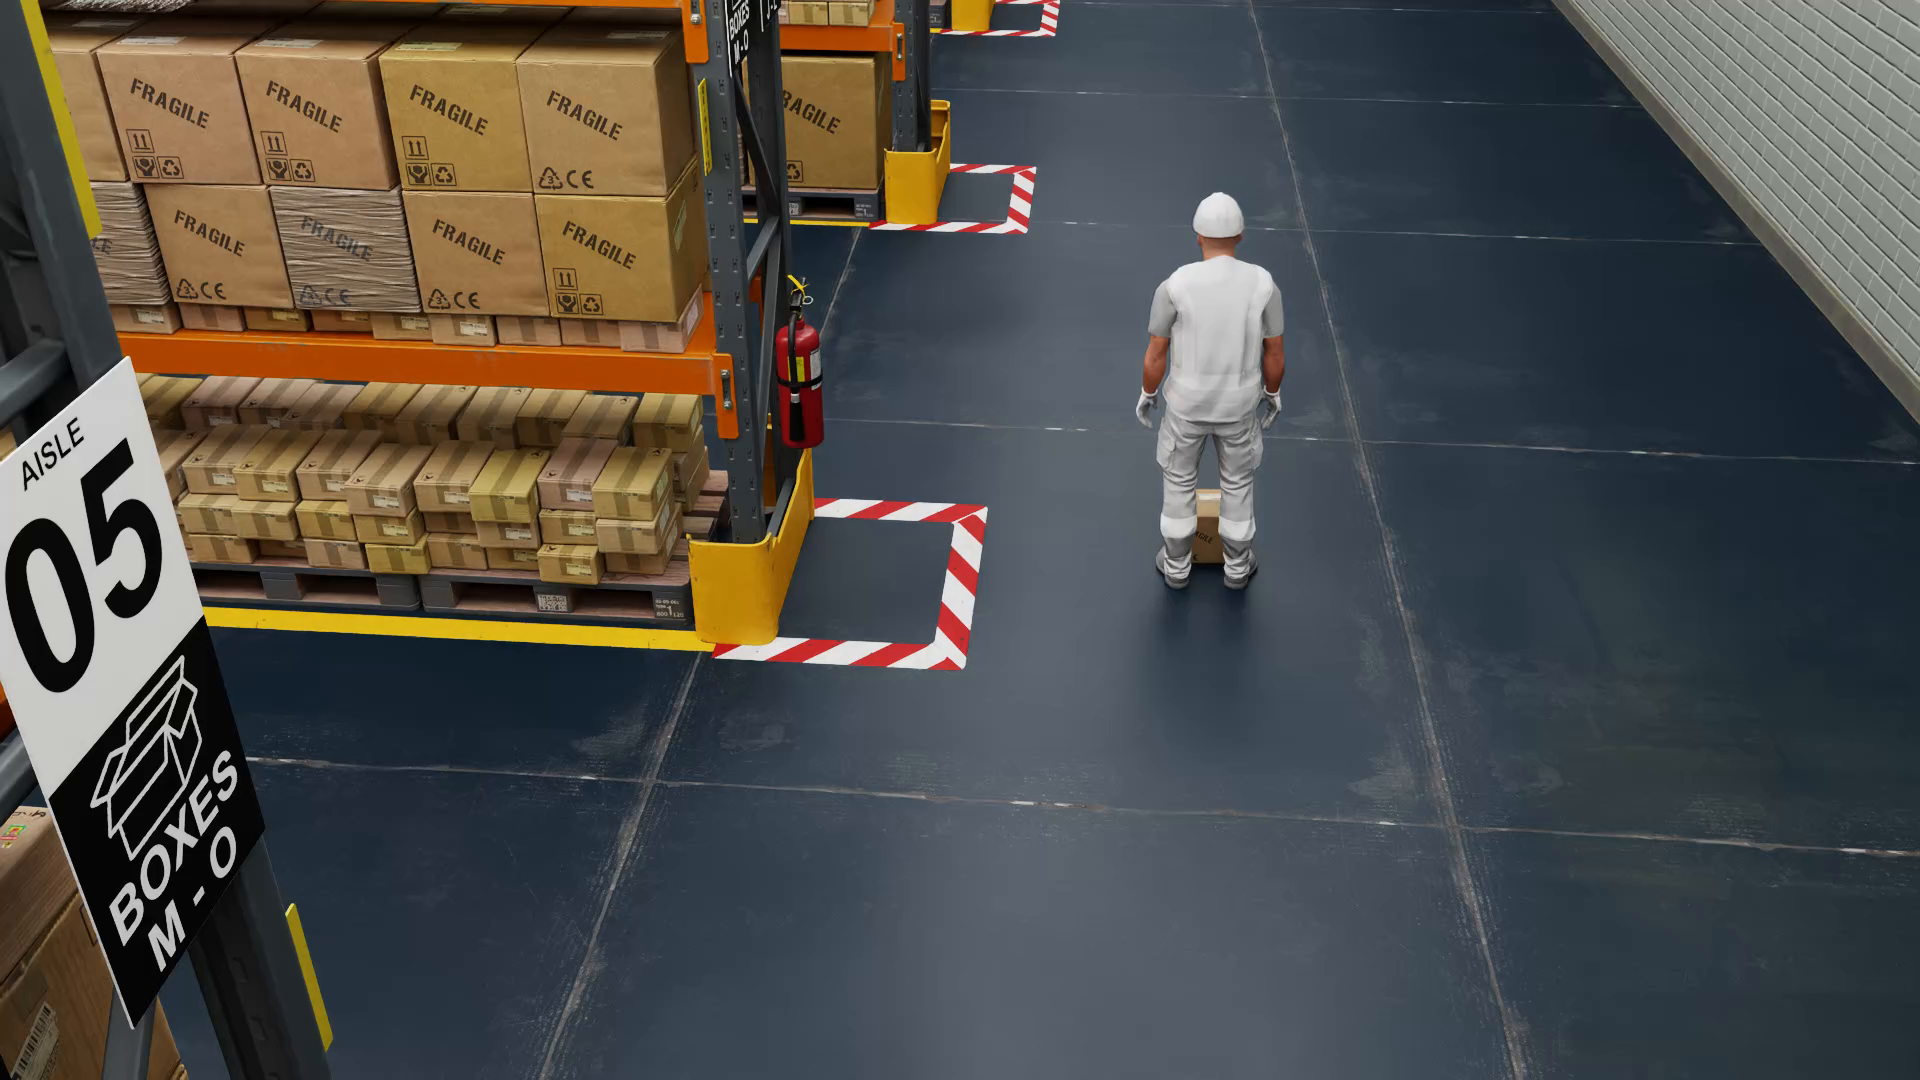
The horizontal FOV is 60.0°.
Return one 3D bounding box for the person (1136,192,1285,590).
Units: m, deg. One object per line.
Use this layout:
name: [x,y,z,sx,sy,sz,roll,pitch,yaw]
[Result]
person: [1.067,-0.598,7.088,0.623,1.780,0.446,1,32,2]
